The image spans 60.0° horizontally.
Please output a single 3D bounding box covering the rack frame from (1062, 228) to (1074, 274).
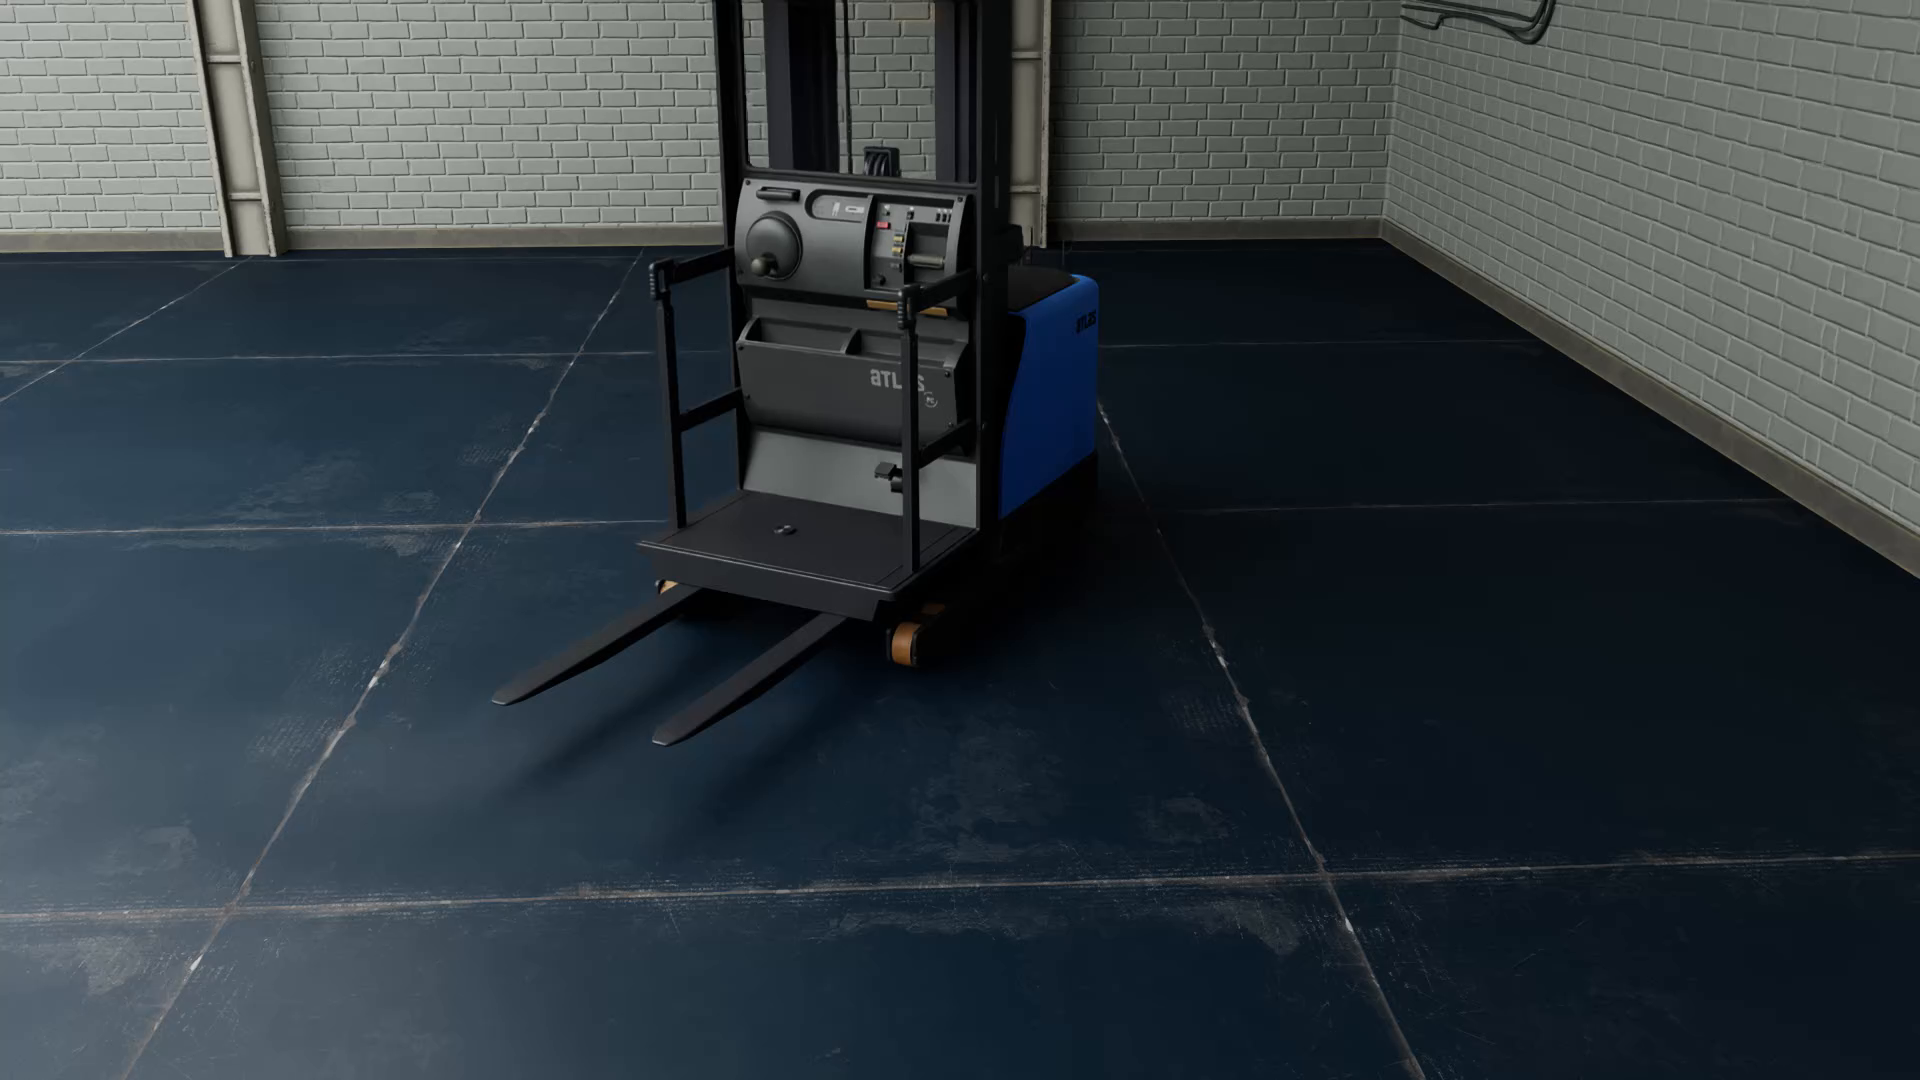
[{"bbox_3d":[0.475,-0.785,7.496,0.006,1.200,0.240,5,21,13],"label":"rack frame"}]

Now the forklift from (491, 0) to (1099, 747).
[{"bbox_3d":[-0.497,-1.092,5.869,1.130,2.935,3.031,10,23,24],"label":"forklift"}]

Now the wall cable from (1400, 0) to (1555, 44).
[{"bbox_3d":[3.504,-4.716,11.226,0.112,2.526,3.097,-1,21,-3],"label":"wall cable"}]

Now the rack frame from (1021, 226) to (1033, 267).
[{"bbox_3d":[0.297,-0.800,7.536,0.006,1.200,0.240,5,21,13],"label":"rack frame"}]

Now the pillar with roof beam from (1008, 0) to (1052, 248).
[{"bbox_3d":[0.733,-5.048,7.733,0.400,9.000,9.100,-1,21,-3],"label":"pillar with roof beam"}]

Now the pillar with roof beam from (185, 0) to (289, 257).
[{"bbox_3d":[-5.257,-4.926,7.413,0.400,9.000,9.100,-1,21,-3],"label":"pillar with roof beam"}]

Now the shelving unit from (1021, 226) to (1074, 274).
[{"bbox_3d":[0.386,-0.792,7.516,0.189,1.200,0.258,5,21,13],"label":"shelving unit"}]
